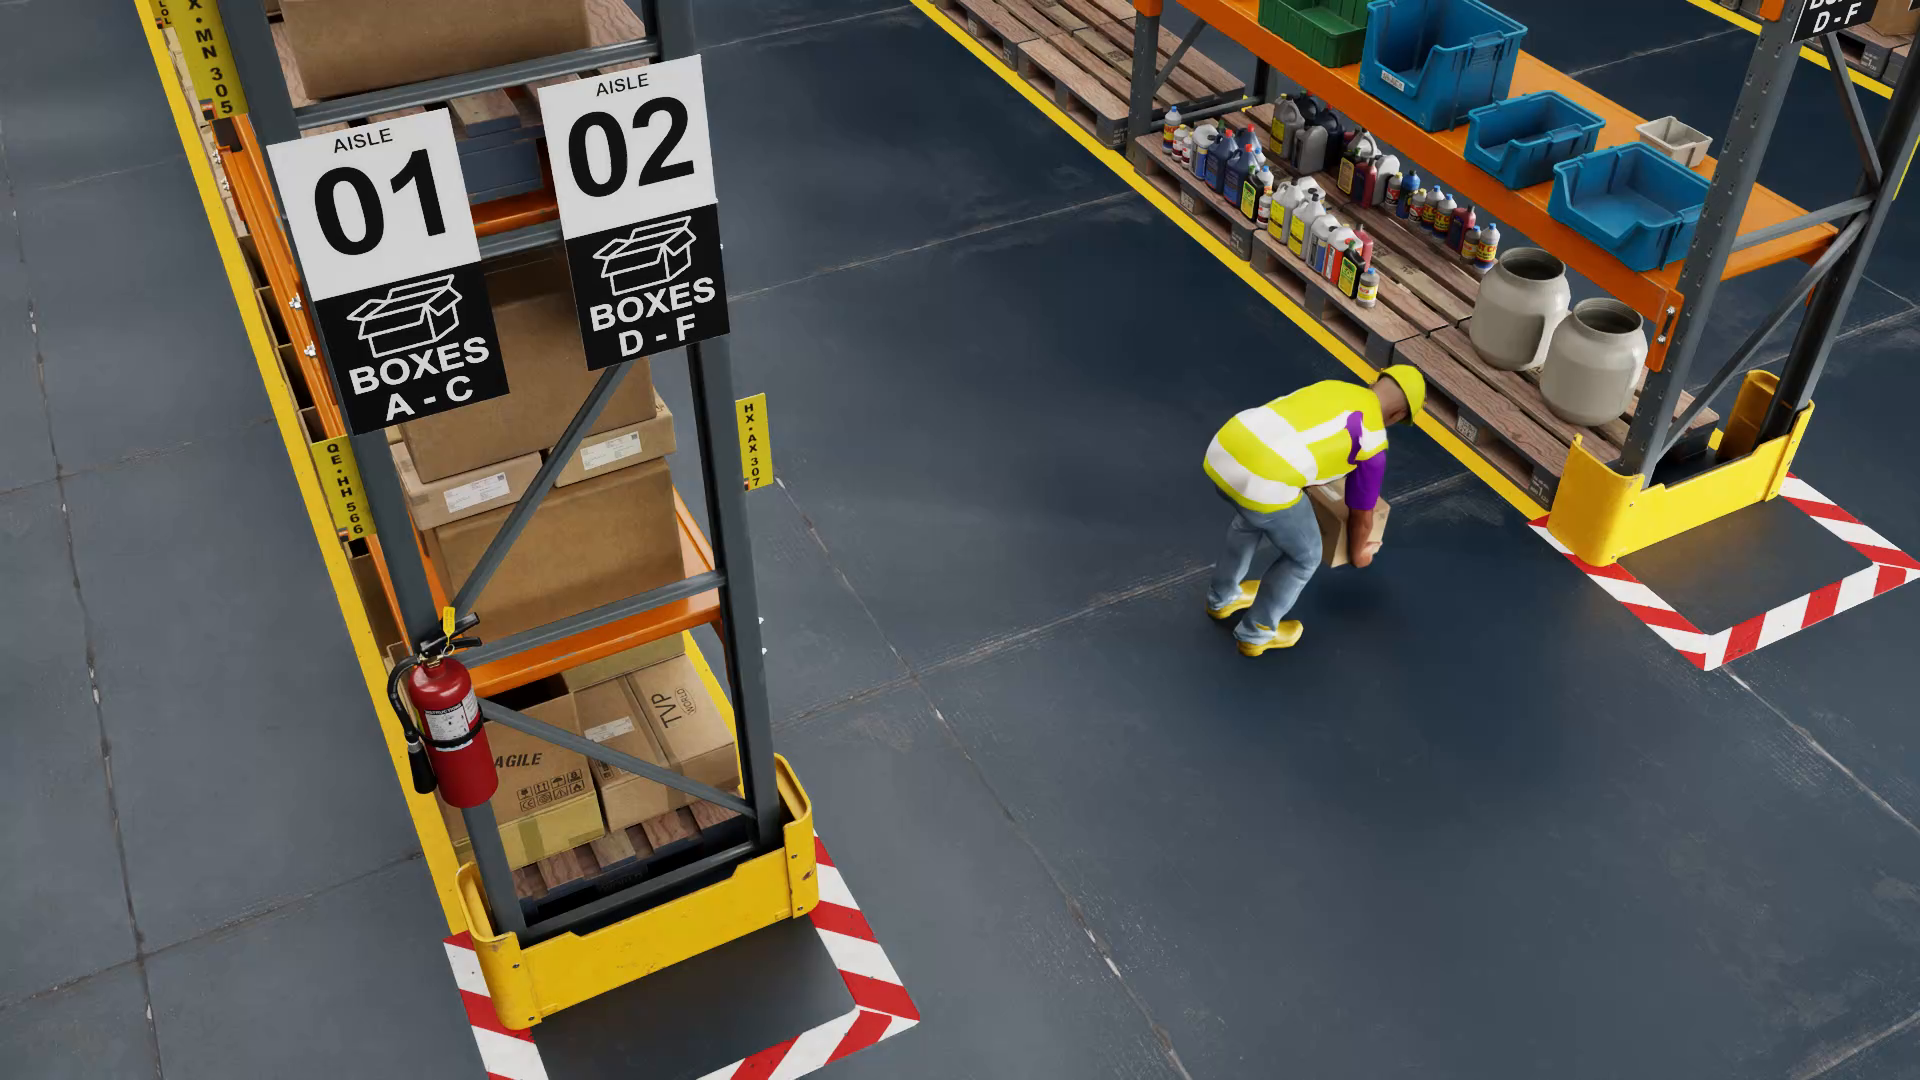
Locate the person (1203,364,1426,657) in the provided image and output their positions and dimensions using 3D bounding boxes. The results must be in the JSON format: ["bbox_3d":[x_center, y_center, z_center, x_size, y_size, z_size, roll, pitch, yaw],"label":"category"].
[{"bbox_3d":[1.429,-0.146,6.798,0.979,1.119,0.477,-20,45,-22],"label":"person"}]
